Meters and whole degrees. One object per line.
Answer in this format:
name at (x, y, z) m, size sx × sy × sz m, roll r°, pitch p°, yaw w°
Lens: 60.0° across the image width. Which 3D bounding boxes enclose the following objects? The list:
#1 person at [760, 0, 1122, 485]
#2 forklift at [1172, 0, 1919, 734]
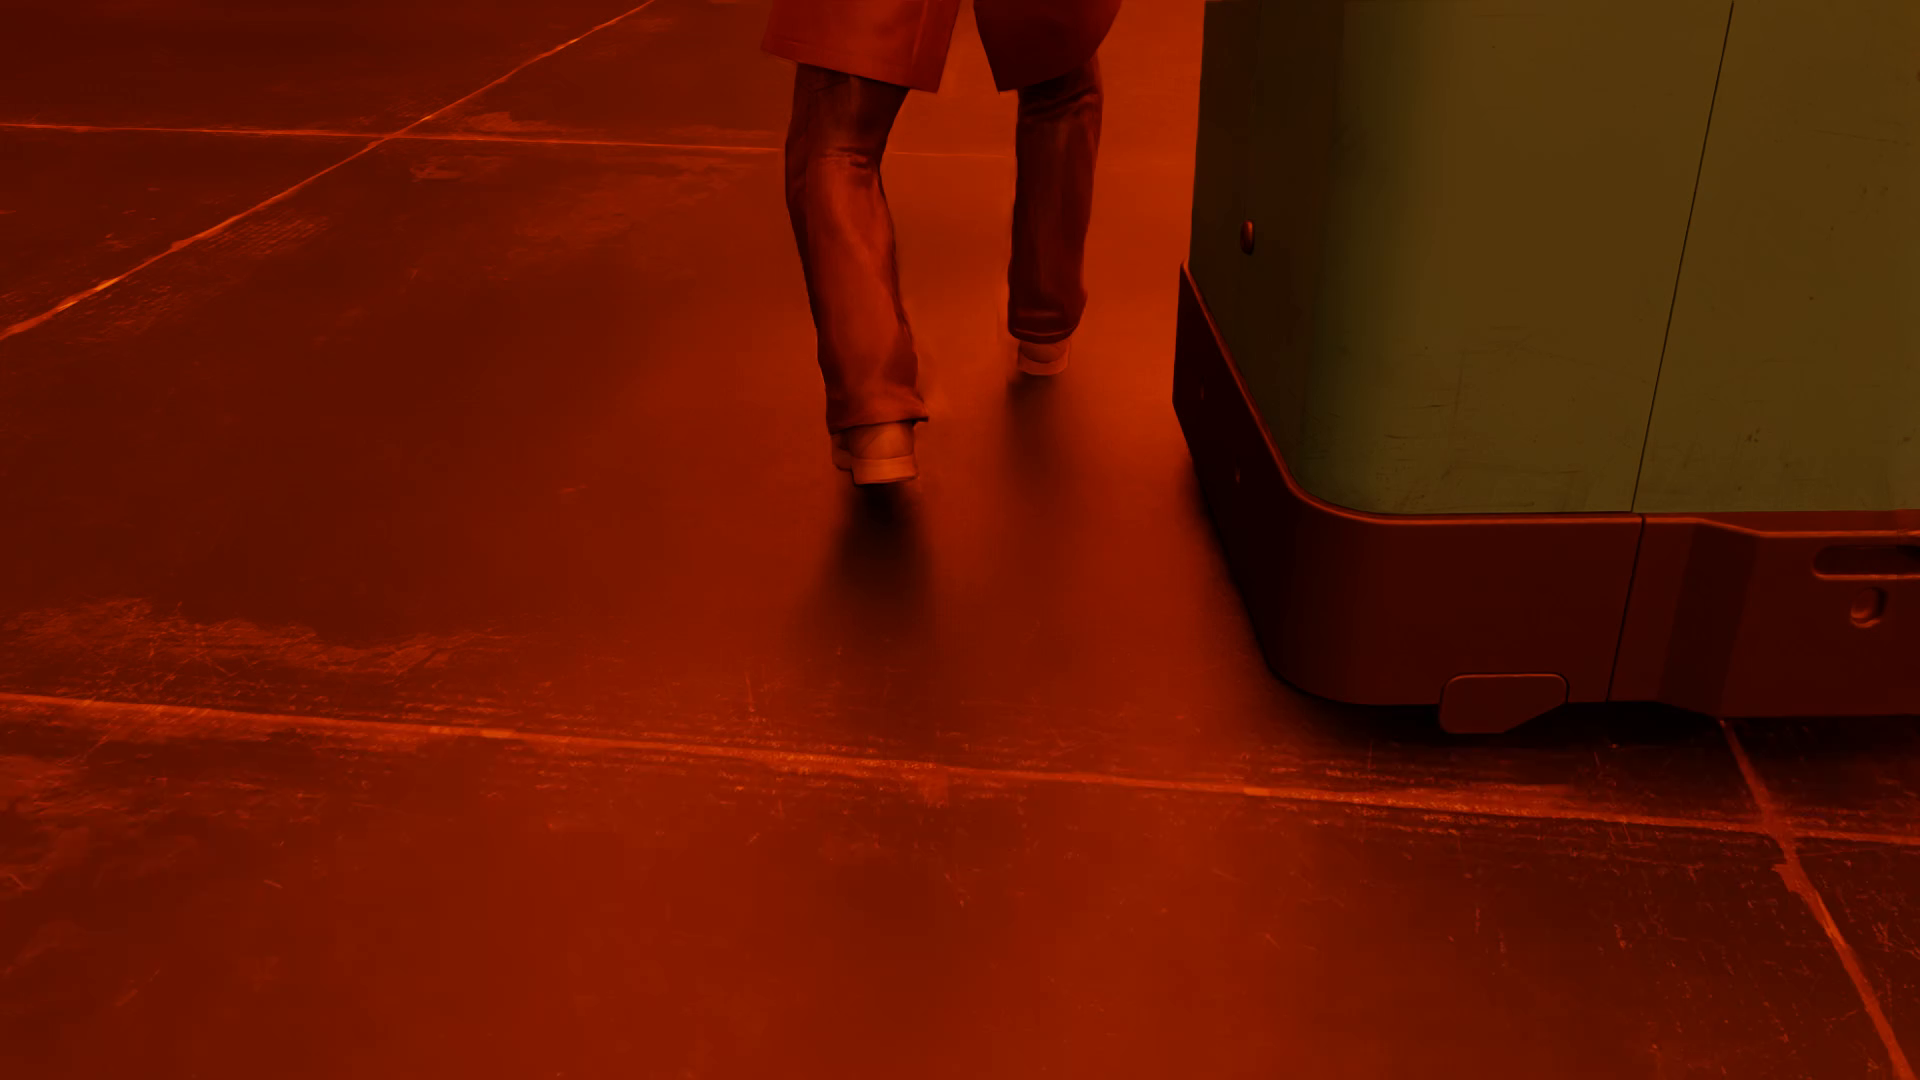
person at (0.049, -0.995, 2.634) m, size 0.783 × 1.683 × 0.949 m, roll -5°, pitch 27°, yaw -11°
forklift at (1.882, -1.303, 1.828) m, size 3.031 × 2.935 × 1.130 m, roll -1°, pitch 27°, yaw -1°
